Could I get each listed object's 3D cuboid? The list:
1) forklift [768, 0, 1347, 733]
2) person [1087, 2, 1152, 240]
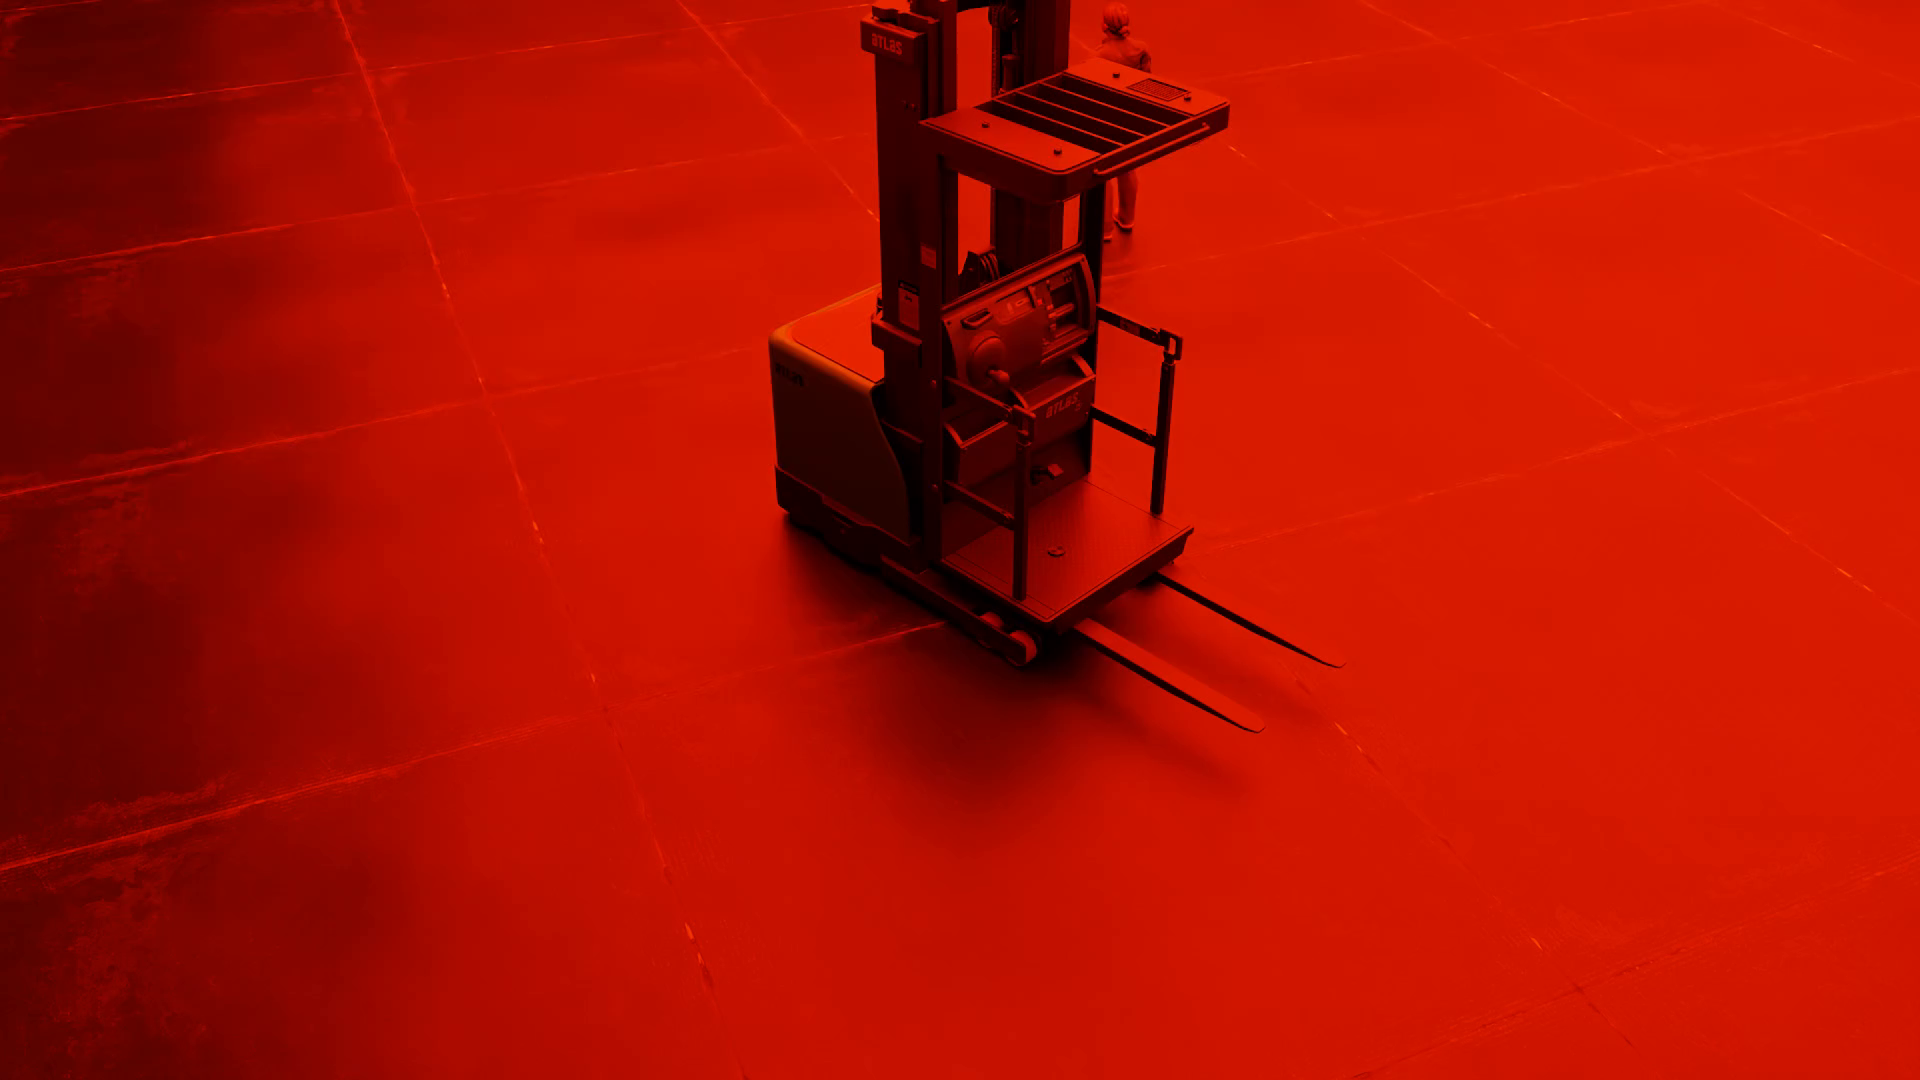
[{"bbox_3d":[0.432,-0.946,7.429,3.031,2.935,1.130,30,45,35],"label":"forklift"},{"bbox_3d":[0.997,-2.824,11.159,0.570,1.654,0.504,-13,37,-17],"label":"person"}]
